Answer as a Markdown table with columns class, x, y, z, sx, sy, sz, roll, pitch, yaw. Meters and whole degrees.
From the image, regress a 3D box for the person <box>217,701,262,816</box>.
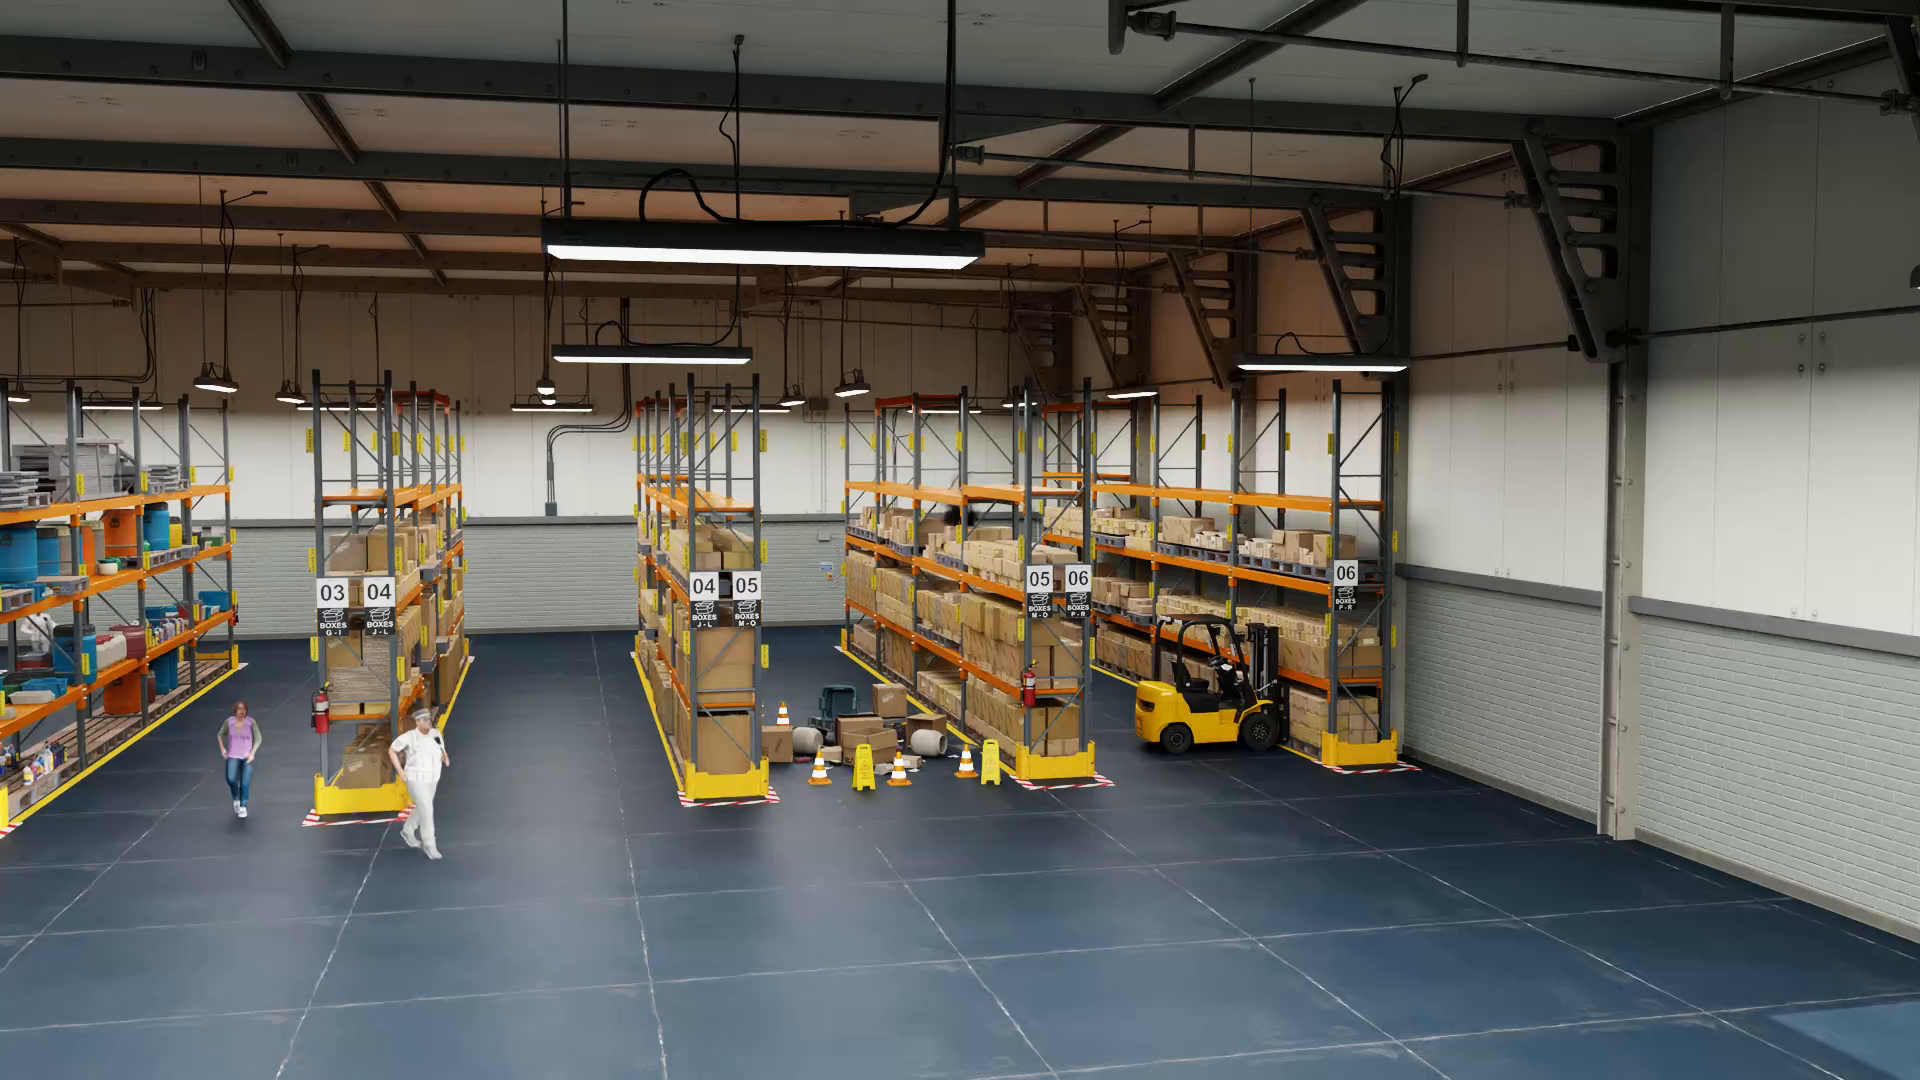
| class | x | y | z | sx | sy | sz | roll | pitch | yaw |
| --- | --- | --- | --- | --- | --- | --- | --- | --- | --- |
| person | -9.658 | 2.943 | 22.284 | 0.560 | 1.552 | 0.515 | -1 | 3 | -18 |

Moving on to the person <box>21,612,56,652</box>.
| class | x | y | z | sx | sy | sz | roll | pitch | yaw |
| --- | --- | --- | --- | --- | --- | --- | --- | --- | --- |
| person | -19.316 | 2.150 | 34.872 | 0.647 | 1.756 | 0.785 | -2 | 4 | -30 |

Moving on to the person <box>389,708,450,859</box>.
| class | x | y | z | sx | sy | sz | roll | pitch | yaw |
| --- | --- | --- | --- | --- | --- | --- | --- | --- | --- |
| person | -6.579 | 2.947 | 20.339 | 0.857 | 1.823 | 0.651 | 2 | 4 | 30 |
